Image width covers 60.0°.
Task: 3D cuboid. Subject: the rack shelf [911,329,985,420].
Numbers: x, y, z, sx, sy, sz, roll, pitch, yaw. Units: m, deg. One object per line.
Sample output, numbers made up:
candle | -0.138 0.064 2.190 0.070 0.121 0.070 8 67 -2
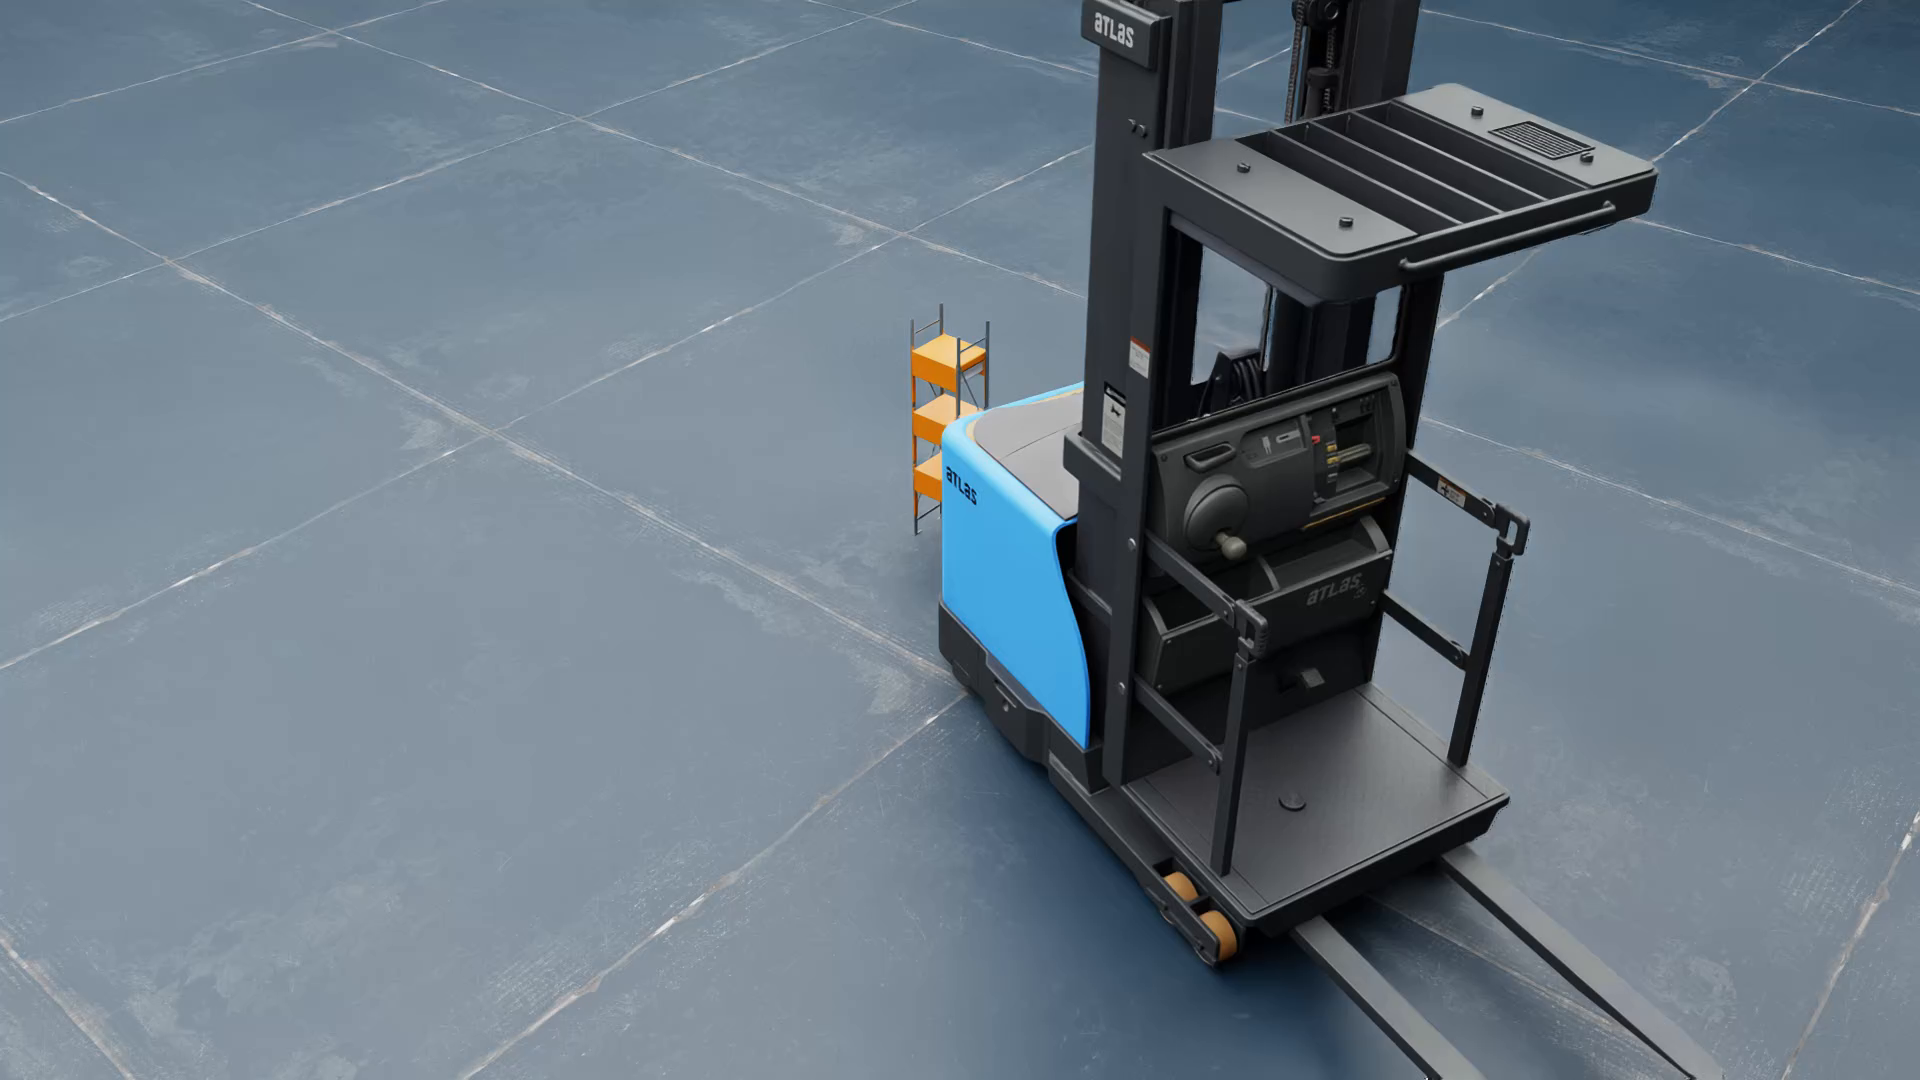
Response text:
rack shelf | -0.041 -0.677 6.826 0.240 0.259 0.215 25 42 32

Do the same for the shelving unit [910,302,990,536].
shelving unit | -0.041 -0.452 6.981 0.252 1.050 0.215 25 42 32

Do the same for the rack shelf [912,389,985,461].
rack shelf | -0.041 -0.443 6.987 0.240 0.259 0.215 25 42 32

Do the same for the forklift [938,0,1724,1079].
forklift | 1.094 -0.162 4.897 1.130 2.935 3.031 -18 38 -25

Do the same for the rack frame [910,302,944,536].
rack frame | -0.135 -0.496 7.045 0.008 1.050 0.200 25 42 32

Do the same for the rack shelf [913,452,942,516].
rack shelf | -0.041 -0.214 7.144 0.240 0.259 0.215 25 42 32

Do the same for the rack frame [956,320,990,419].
rack frame | 0.053 -0.408 6.917 0.008 1.050 0.200 25 42 32
